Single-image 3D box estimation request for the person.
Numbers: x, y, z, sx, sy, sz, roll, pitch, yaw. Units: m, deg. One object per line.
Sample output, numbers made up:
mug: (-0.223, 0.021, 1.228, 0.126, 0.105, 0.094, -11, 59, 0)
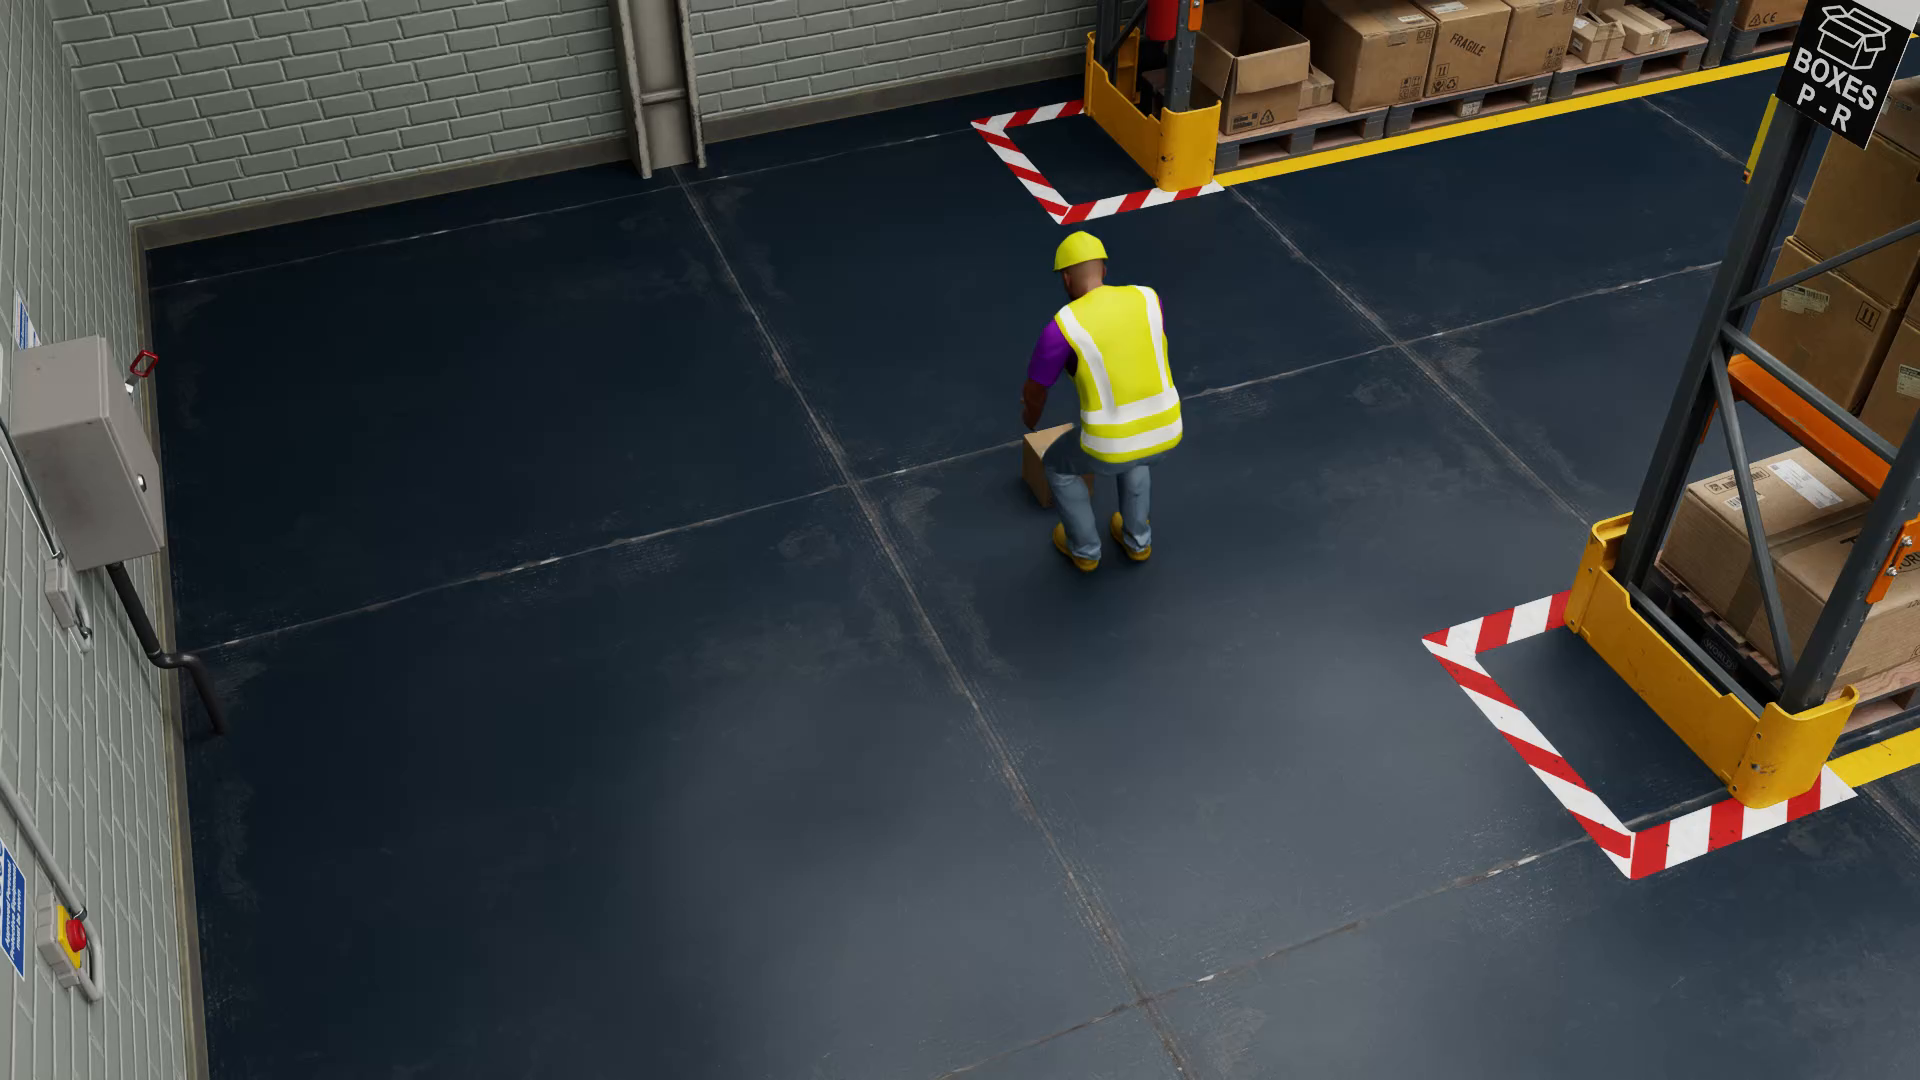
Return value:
person: (0.585, -0.530, 6.971, 0.630, 1.461, 0.728, -15, 44, -16)
